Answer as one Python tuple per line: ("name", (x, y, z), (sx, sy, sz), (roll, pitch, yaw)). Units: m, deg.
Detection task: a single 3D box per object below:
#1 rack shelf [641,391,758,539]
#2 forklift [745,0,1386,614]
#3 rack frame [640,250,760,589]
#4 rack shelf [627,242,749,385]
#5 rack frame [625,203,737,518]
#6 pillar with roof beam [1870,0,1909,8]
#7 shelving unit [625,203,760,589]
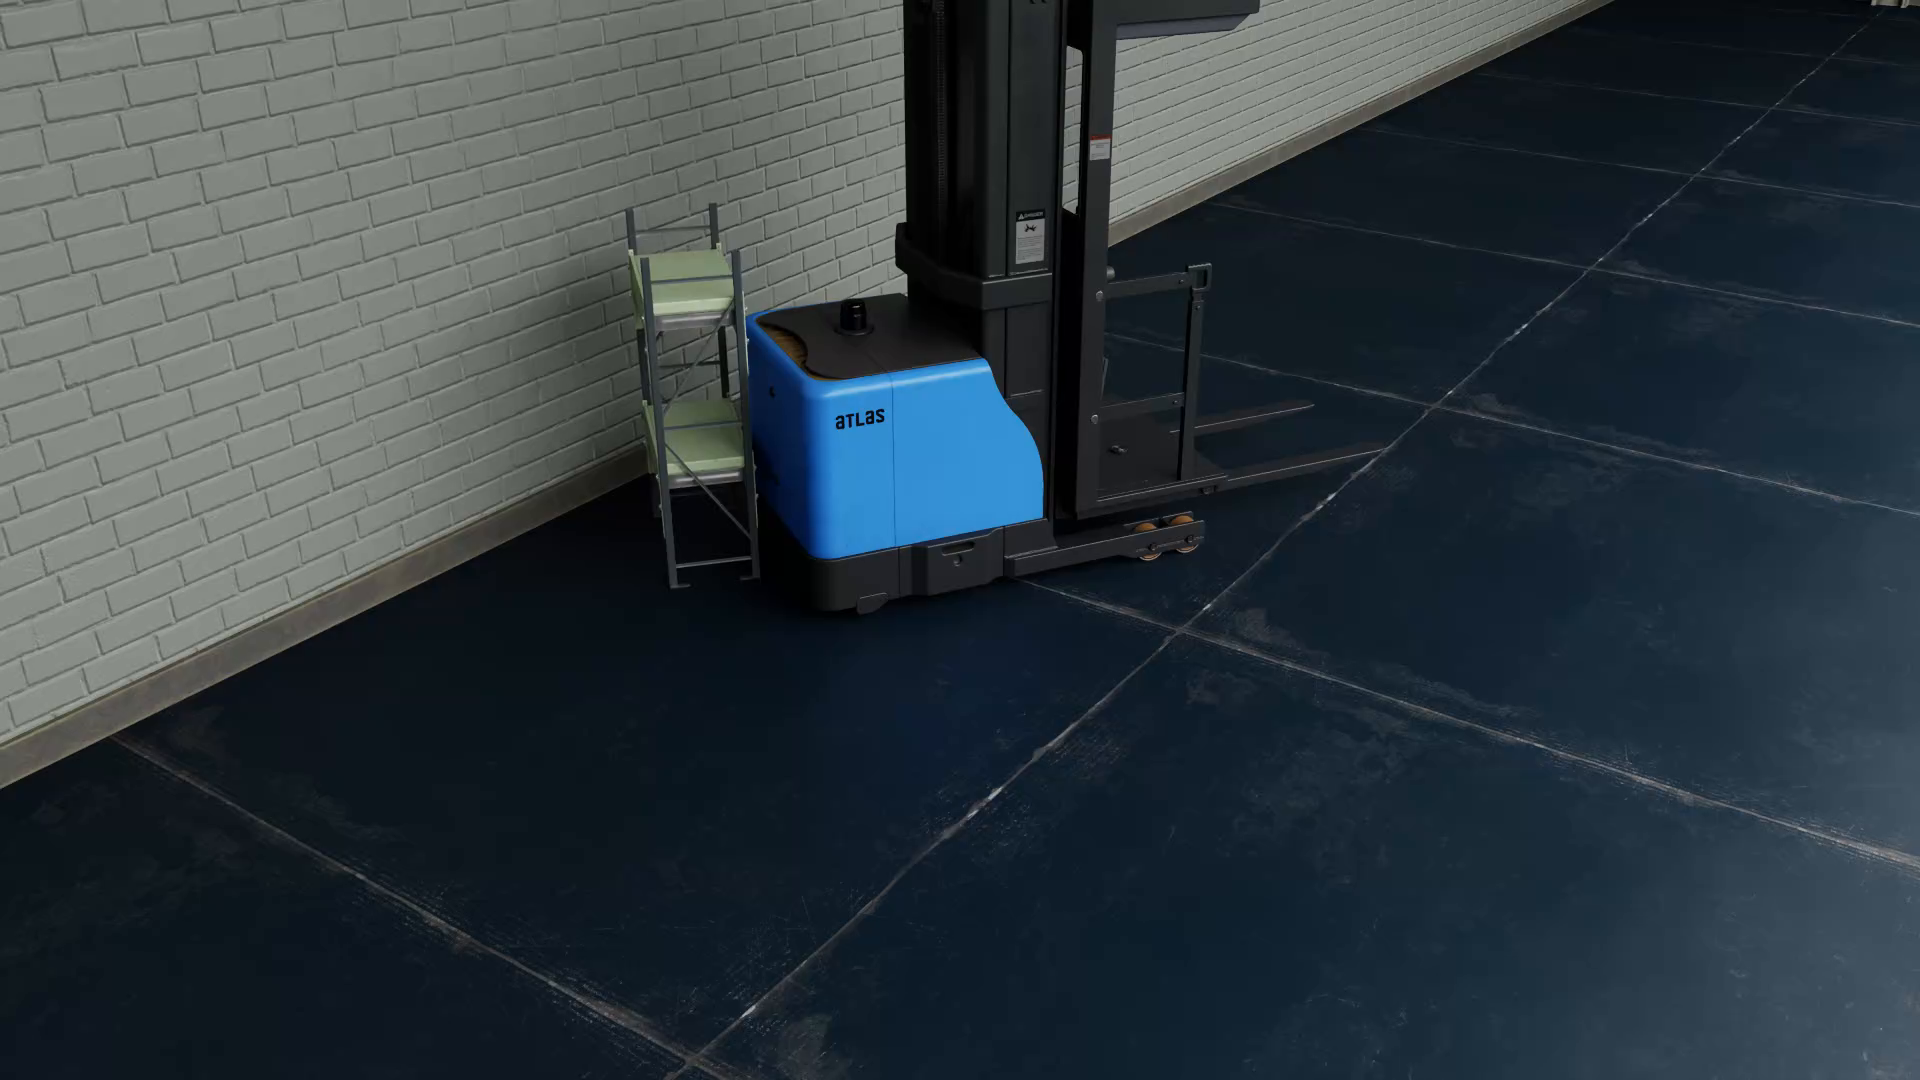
("rack shelf", (-1.180, -0.350, 7.503), (0.431, 0.370, 0.720), (-7, 28, -13))
("forklift", (0.570, -1.420, 7.308), (3.031, 2.935, 1.130), (-11, 29, -21))
("rack frame", (-1.086, -0.480, 7.040), (0.400, 1.500, 0.023), (-7, 28, -13))
("rack shelf", (-1.180, -0.989, 7.179), (0.431, 0.370, 0.720), (-7, 28, -13))
("rack frame", (-1.273, -0.801, 7.671), (0.400, 1.500, 0.023), (-7, 28, -13))
("pillar with roof beam", (9.351, -9.190, 15.888), (0.400, 9.000, 9.100), (17, 32, 30))
("shelving unit", (-1.180, -0.641, 7.356), (0.431, 1.500, 0.755), (-7, 28, -13))
